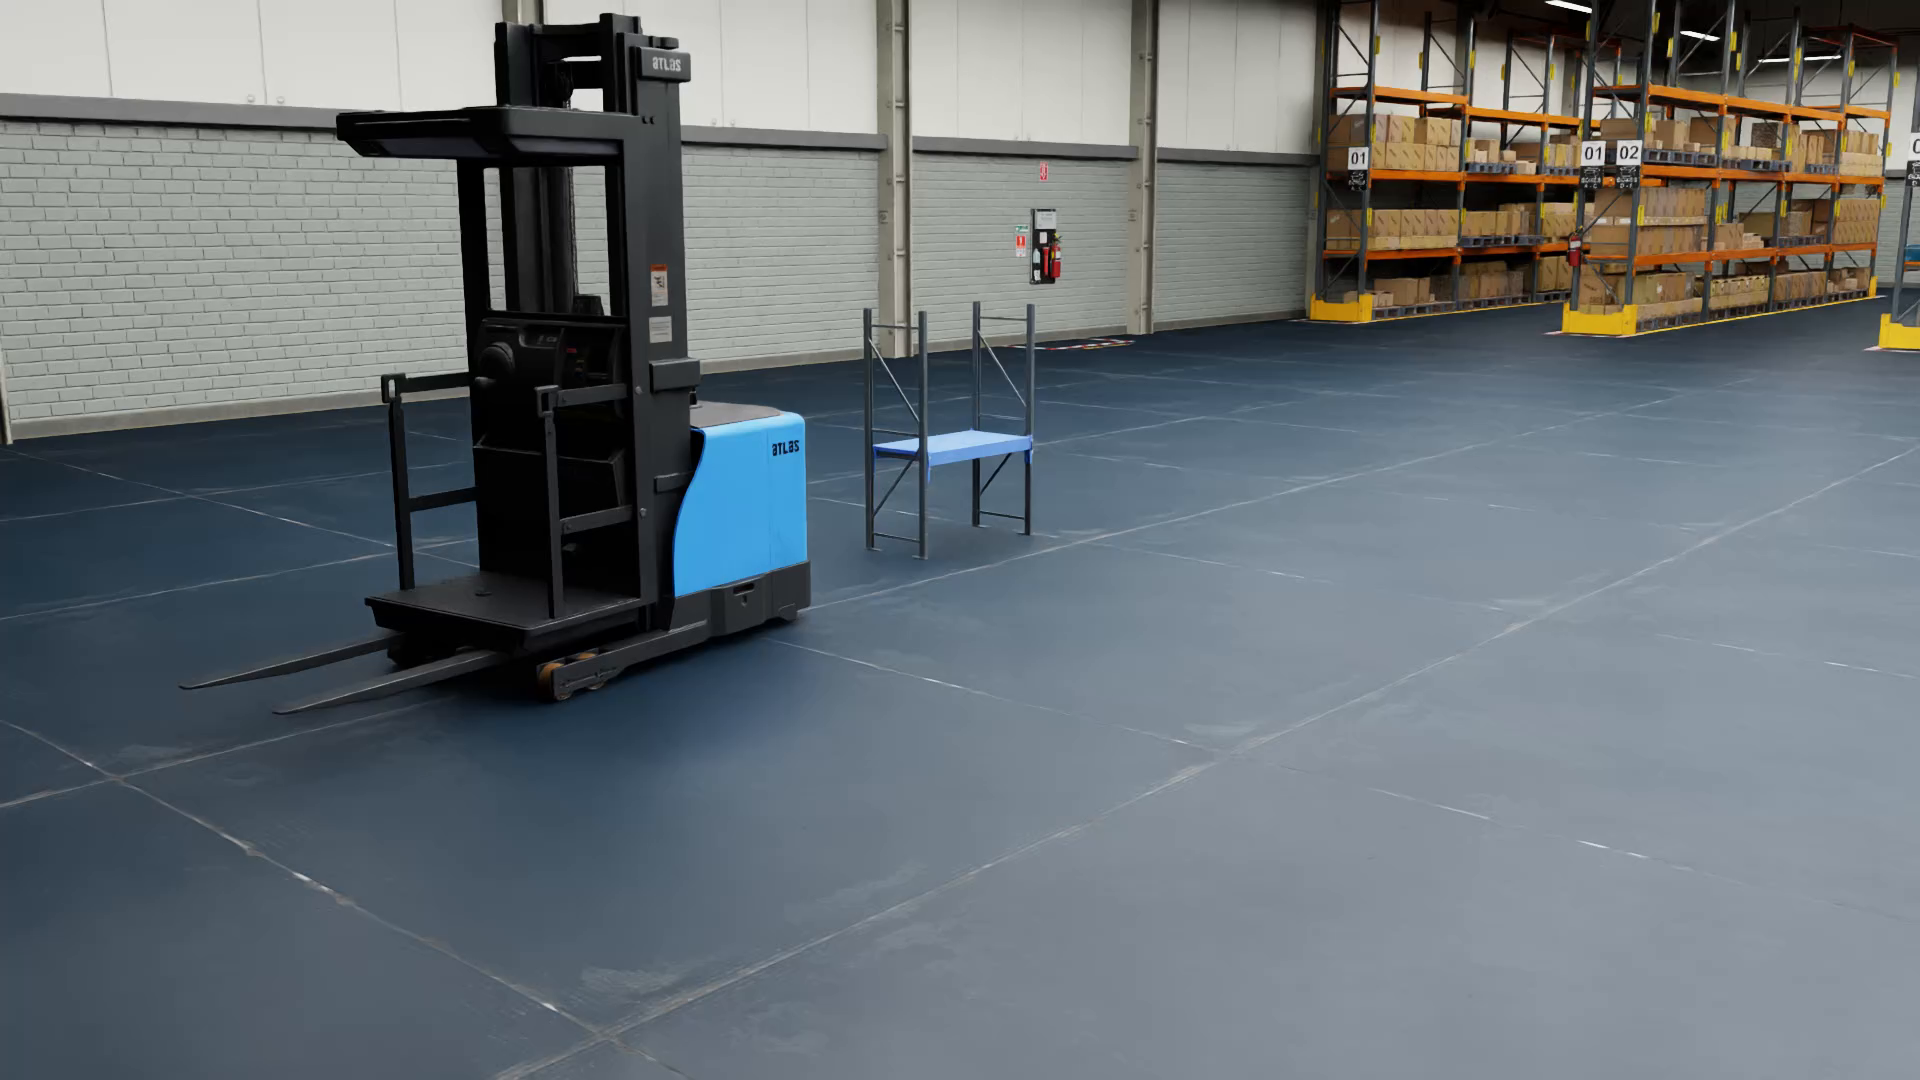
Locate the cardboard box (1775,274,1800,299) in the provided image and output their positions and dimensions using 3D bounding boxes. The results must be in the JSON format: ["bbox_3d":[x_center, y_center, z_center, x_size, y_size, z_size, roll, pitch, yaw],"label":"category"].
[{"bbox_3d":[17.393,-5.359,35.143,0.500,0.500,0.500,10,15,40],"label":"cardboard box"}]

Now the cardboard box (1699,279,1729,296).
[{"bbox_3d":[14.356,-4.834,31.771,0.500,0.311,0.500,10,15,40],"label":"cardboard box"}]

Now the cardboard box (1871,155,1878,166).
[{"bbox_3d":[21.005,-8.826,38.688,0.500,0.250,0.500,10,15,40],"label":"cardboard box"}]

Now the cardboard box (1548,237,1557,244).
[{"bbox_3d":[13.282,-6.797,37.675,0.380,0.149,0.250,10,15,42],"label":"cardboard box"}]

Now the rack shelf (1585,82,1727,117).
[{"bbox_3d":[12.241,-7.698,29.138,1.077,0.370,4.000,10,15,40],"label":"rack shelf"}]

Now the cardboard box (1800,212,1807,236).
[{"bbox_3d":[17.723,-6.764,35.589,0.700,0.500,0.500,6,13,26],"label":"cardboard box"}]

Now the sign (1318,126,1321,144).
[{"bbox_3d":[6.794,-7.631,31.340,0.100,0.325,0.005,10,15,40],"label":"sign"}]

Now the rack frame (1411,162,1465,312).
[{"bbox_3d":[9.838,-6.240,34.293,1.000,3.000,0.127,10,15,40],"label":"rack frame"}]

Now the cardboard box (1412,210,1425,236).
[{"bbox_3d":[8.750,-6.211,32.565,0.500,0.500,0.500,10,15,42],"label":"cardboard box"}]

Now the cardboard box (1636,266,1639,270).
[{"bbox_3d":[16.711,-6.722,42.016,0.700,0.500,0.500,9,14,39],"label":"cardboard box"}]

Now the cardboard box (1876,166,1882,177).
[{"bbox_3d":[21.342,-8.653,39.100,0.500,0.250,0.500,10,15,40],"label":"cardboard box"}]

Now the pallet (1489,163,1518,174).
[{"bbox_3d":[11.008,-7.848,35.169,1.213,0.211,1.003,10,15,40],"label":"pallet"}]

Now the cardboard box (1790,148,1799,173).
[{"bbox_3d":[16.801,-7.852,34.451,0.910,0.500,0.500,10,15,40],"label":"cardboard box"}]

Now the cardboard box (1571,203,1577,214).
[{"bbox_3d":[13.985,-7.663,38.440,0.500,0.250,0.500,9,15,39],"label":"cardboard box"}]

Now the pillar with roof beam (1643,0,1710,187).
[{"bbox_3d":[22.126,-10.899,42.307,9.100,9.000,0.548,10,15,40],"label":"pillar with roof beam"}]

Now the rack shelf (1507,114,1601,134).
[{"bbox_3d":[13.799,-9.515,38.234,1.077,0.370,4.000,10,15,40],"label":"rack shelf"}]

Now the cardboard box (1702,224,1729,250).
[{"bbox_3d":[14.429,-5.837,32.022,0.500,0.500,0.500,-11,16,-43],"label":"cardboard box"}]

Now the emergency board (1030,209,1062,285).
[{"bbox_3d":[1.389,-4.625,26.206,0.194,1.169,0.643,10,15,40],"label":"emergency board"}]

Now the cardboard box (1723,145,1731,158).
[{"bbox_3d":[14.336,-7.374,31.623,0.500,0.250,0.500,8,14,35],"label":"cardboard box"}]

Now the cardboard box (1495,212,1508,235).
[{"bbox_3d":[11.370,-6.836,35.901,0.700,0.500,0.500,10,15,40],"label":"cardboard box"}]

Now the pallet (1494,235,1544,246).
[{"bbox_3d":[12.088,-6.615,36.664,1.213,0.211,1.003,10,15,40],"label":"pallet"}]

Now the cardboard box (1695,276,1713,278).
[{"bbox_3d":[14.618,-5.053,32.867,0.500,0.311,0.500,10,15,40],"label":"cardboard box"}]

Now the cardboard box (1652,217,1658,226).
[{"bbox_3d":[11.848,-5.521,28.782,0.380,0.149,0.250,9,15,39],"label":"cardboard box"}]

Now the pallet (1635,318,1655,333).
[{"bbox_3d":[11.394,-3.762,29.006,1.003,0.211,1.213,10,15,40],"label":"pallet"}]

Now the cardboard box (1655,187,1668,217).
[{"bbox_3d":[11.949,-5.924,29.143,0.700,0.500,0.500,10,15,41],"label":"cardboard box"}]

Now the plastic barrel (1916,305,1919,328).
[{"bbox_3d":[15.017,-3.463,25.670,0.421,0.512,0.421,0,11,0],"label":"plastic barrel"}]

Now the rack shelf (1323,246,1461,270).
[{"bbox_3d":[8.518,-5.593,32.890,1.077,0.370,4.000,10,15,40],"label":"rack shelf"}]

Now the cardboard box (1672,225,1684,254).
[{"bbox_3d":[12.596,-5.431,29.988,0.700,0.500,0.500,10,15,41],"label":"cardboard box"}]

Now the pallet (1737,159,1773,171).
[{"bbox_3d":[15.085,-7.290,32.377,1.003,0.211,1.213,11,16,43],"label":"pallet"}]

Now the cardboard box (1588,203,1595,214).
[{"bbox_3d":[14.658,-7.813,39.191,0.500,0.250,0.500,10,15,42],"label":"cardboard box"}]

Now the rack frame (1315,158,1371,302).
[{"bbox_3d":[7.198,-5.651,31.346,1.000,3.000,0.127,10,15,40],"label":"rack frame"}]

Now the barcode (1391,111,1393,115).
[{"bbox_3d":[8.597,-8.493,33.067,0.001,0.075,0.075,10,15,40],"label":"barcode"}]

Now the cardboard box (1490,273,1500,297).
[{"bbox_3d":[11.308,-5.568,36.188,0.700,0.500,0.500,10,15,40],"label":"cardboard box"}]

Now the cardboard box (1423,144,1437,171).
[{"bbox_3d":[9.010,-7.504,32.658,0.500,0.500,0.500,9,14,38],"label":"cardboard box"}]

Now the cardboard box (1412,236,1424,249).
[{"bbox_3d":[8.766,-5.845,32.647,0.500,0.250,0.500,10,15,41],"label":"cardboard box"}]

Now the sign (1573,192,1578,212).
[{"bbox_3d":[10.523,-5.767,28.367,0.100,0.325,0.005,10,15,40],"label":"sign"}]

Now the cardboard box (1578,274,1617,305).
[{"bbox_3d":[11.052,-4.354,28.885,0.500,0.500,0.500,10,15,40],"label":"cardboard box"}]

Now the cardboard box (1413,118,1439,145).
[{"bbox_3d":[9.020,-7.991,32.543,0.500,0.500,0.500,9,14,38],"label":"cardboard box"}]

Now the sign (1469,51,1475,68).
[{"bbox_3d":[10.233,-9.605,33.241,0.100,0.325,0.005,10,15,40],"label":"sign"}]

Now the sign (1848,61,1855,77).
[{"bbox_3d":[19.263,-10.183,35.932,0.100,0.325,0.005,10,15,40],"label":"sign"}]

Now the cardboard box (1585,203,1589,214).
[{"bbox_3d":[14.321,-7.738,38.816,0.500,0.250,0.500,10,15,41],"label":"cardboard box"}]

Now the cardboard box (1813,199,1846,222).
[{"bbox_3d":[19.365,-7.349,37.039,0.500,0.500,0.500,10,15,42],"label":"cardboard box"}]

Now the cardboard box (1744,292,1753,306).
[{"bbox_3d":[15.366,-4.787,32.968,0.500,0.250,0.500,10,15,42],"label":"cardboard box"}]

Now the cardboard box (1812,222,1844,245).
[{"bbox_3d":[19.384,-6.865,37.171,0.500,0.500,0.500,10,15,42],"label":"cardboard box"}]

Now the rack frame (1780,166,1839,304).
[{"bbox_3d":[18.842,-6.777,36.982,1.000,3.000,0.127,10,15,40],"label":"rack frame"}]

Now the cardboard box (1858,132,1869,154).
[{"bbox_3d":[20.513,-9.148,38.387,0.700,0.500,0.500,10,15,40],"label":"cardboard box"}]

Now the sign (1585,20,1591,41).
[{"bbox_3d":[10.523,-8.522,27.817,0.100,0.325,0.005,10,15,40],"label":"sign"}]

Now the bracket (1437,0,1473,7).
[{"bbox_3d":[9.251,-10.967,33.455,0.076,0.066,4.783,10,15,40],"label":"bracket"}]

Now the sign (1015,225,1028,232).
[{"bbox_3d":[0.957,-4.833,25.808,0.001,0.109,0.331,10,15,40],"label":"sign"}]

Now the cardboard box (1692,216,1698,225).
[{"bbox_3d":[13.207,-5.824,30.301,0.380,0.149,0.250,9,15,39],"label":"cardboard box"}]

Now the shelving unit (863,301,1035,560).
[{"bbox_3d":[-0.056,-0.723,10.501,0.538,1.500,1.048,10,15,40],"label":"shelving unit"}]

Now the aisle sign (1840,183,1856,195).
[{"bbox_3d":[21.307,-8.688,39.914,0.394,0.787,0.004,10,15,40],"label":"aisle sign"}]

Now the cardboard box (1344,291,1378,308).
[{"bbox_3d":[7.722,-4.638,32.018,0.500,0.311,0.500,8,14,34],"label":"cardboard box"}]

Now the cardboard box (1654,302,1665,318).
[{"bbox_3d":[12.100,-4.066,29.360,0.500,0.250,0.500,10,15,40],"label":"cardboard box"}]

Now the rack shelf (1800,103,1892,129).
[{"bbox_3d":[20.163,-9.658,37.938,1.077,0.370,4.000,10,15,40],"label":"rack shelf"}]

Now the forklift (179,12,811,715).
[{"bbox_3d":[-2.010,-0.845,7.459,1.130,2.935,3.031,7,13,33],"label":"forklift"}]
